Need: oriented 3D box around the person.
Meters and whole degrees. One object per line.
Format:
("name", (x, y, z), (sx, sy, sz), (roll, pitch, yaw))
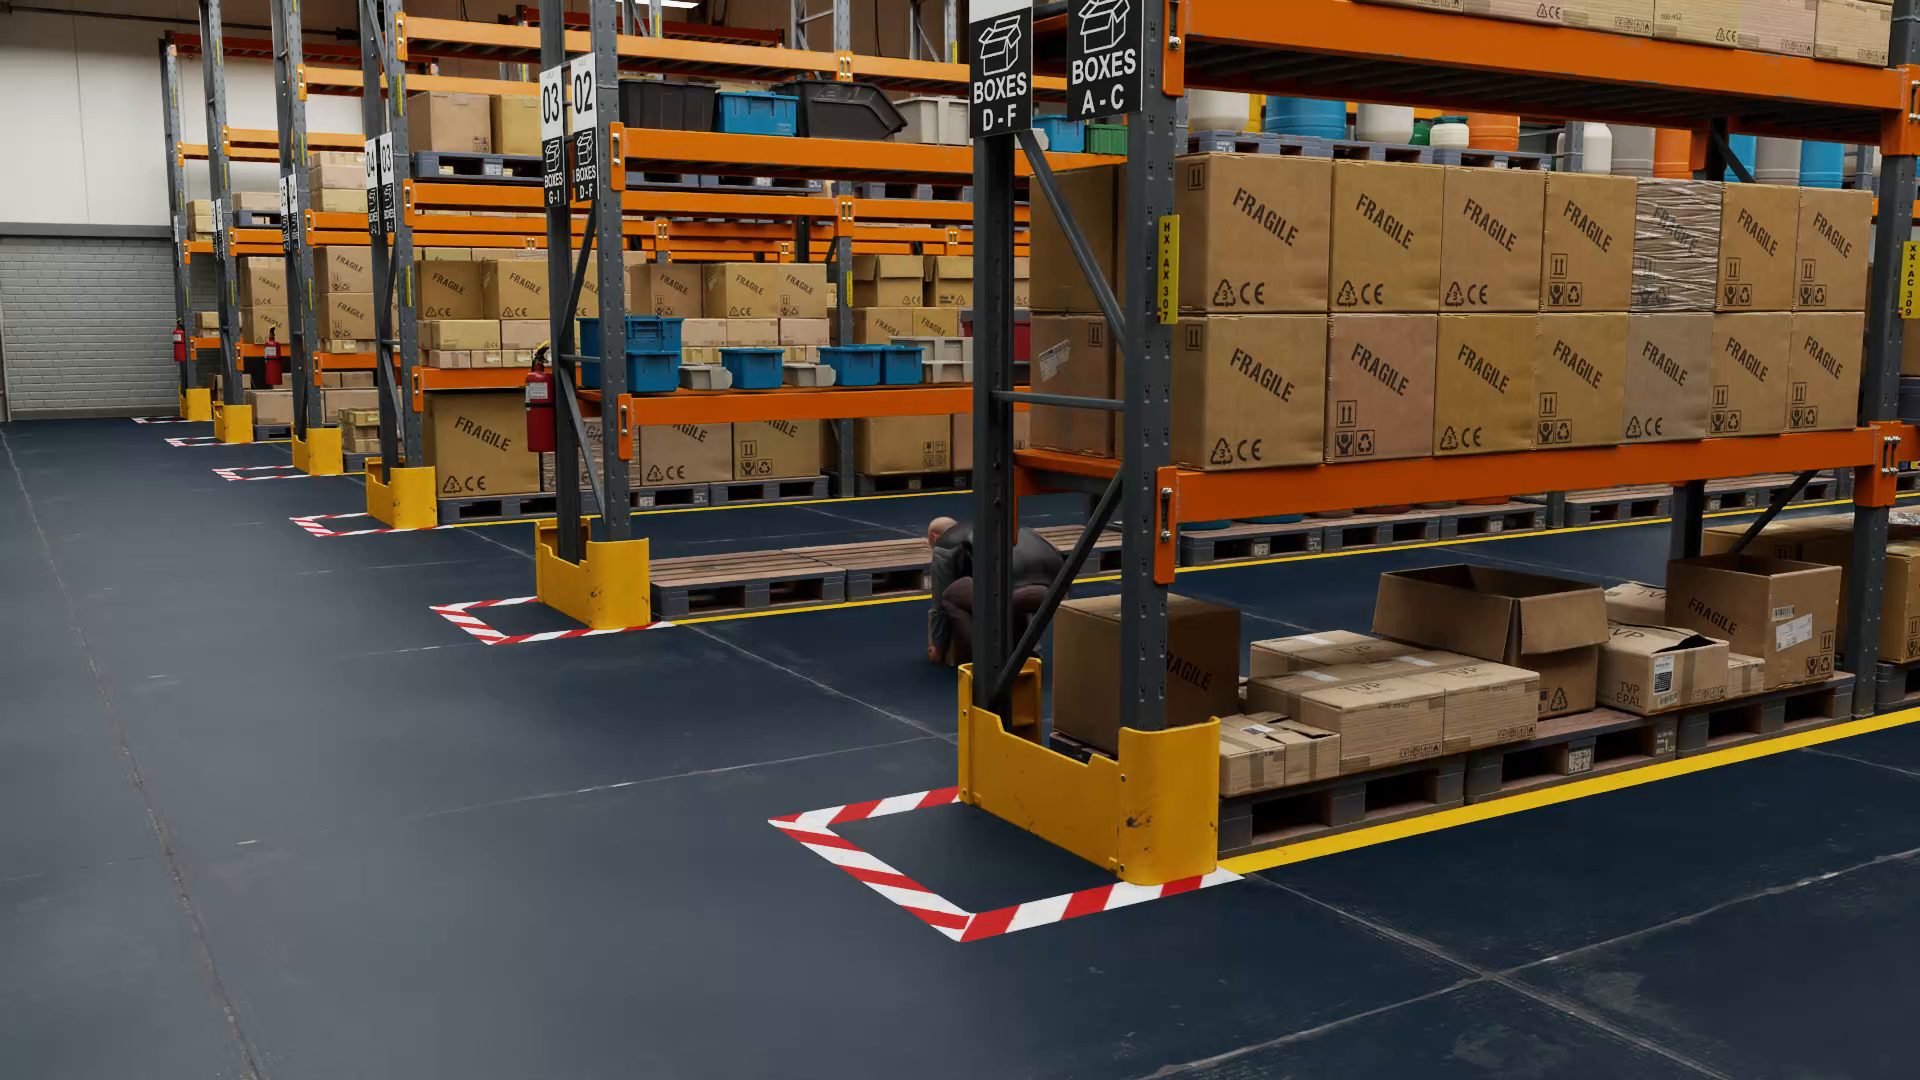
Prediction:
("person", (0.150, 0.293, 8.366), (0.503, 0.800, 0.929), (-5, 10, -32))
